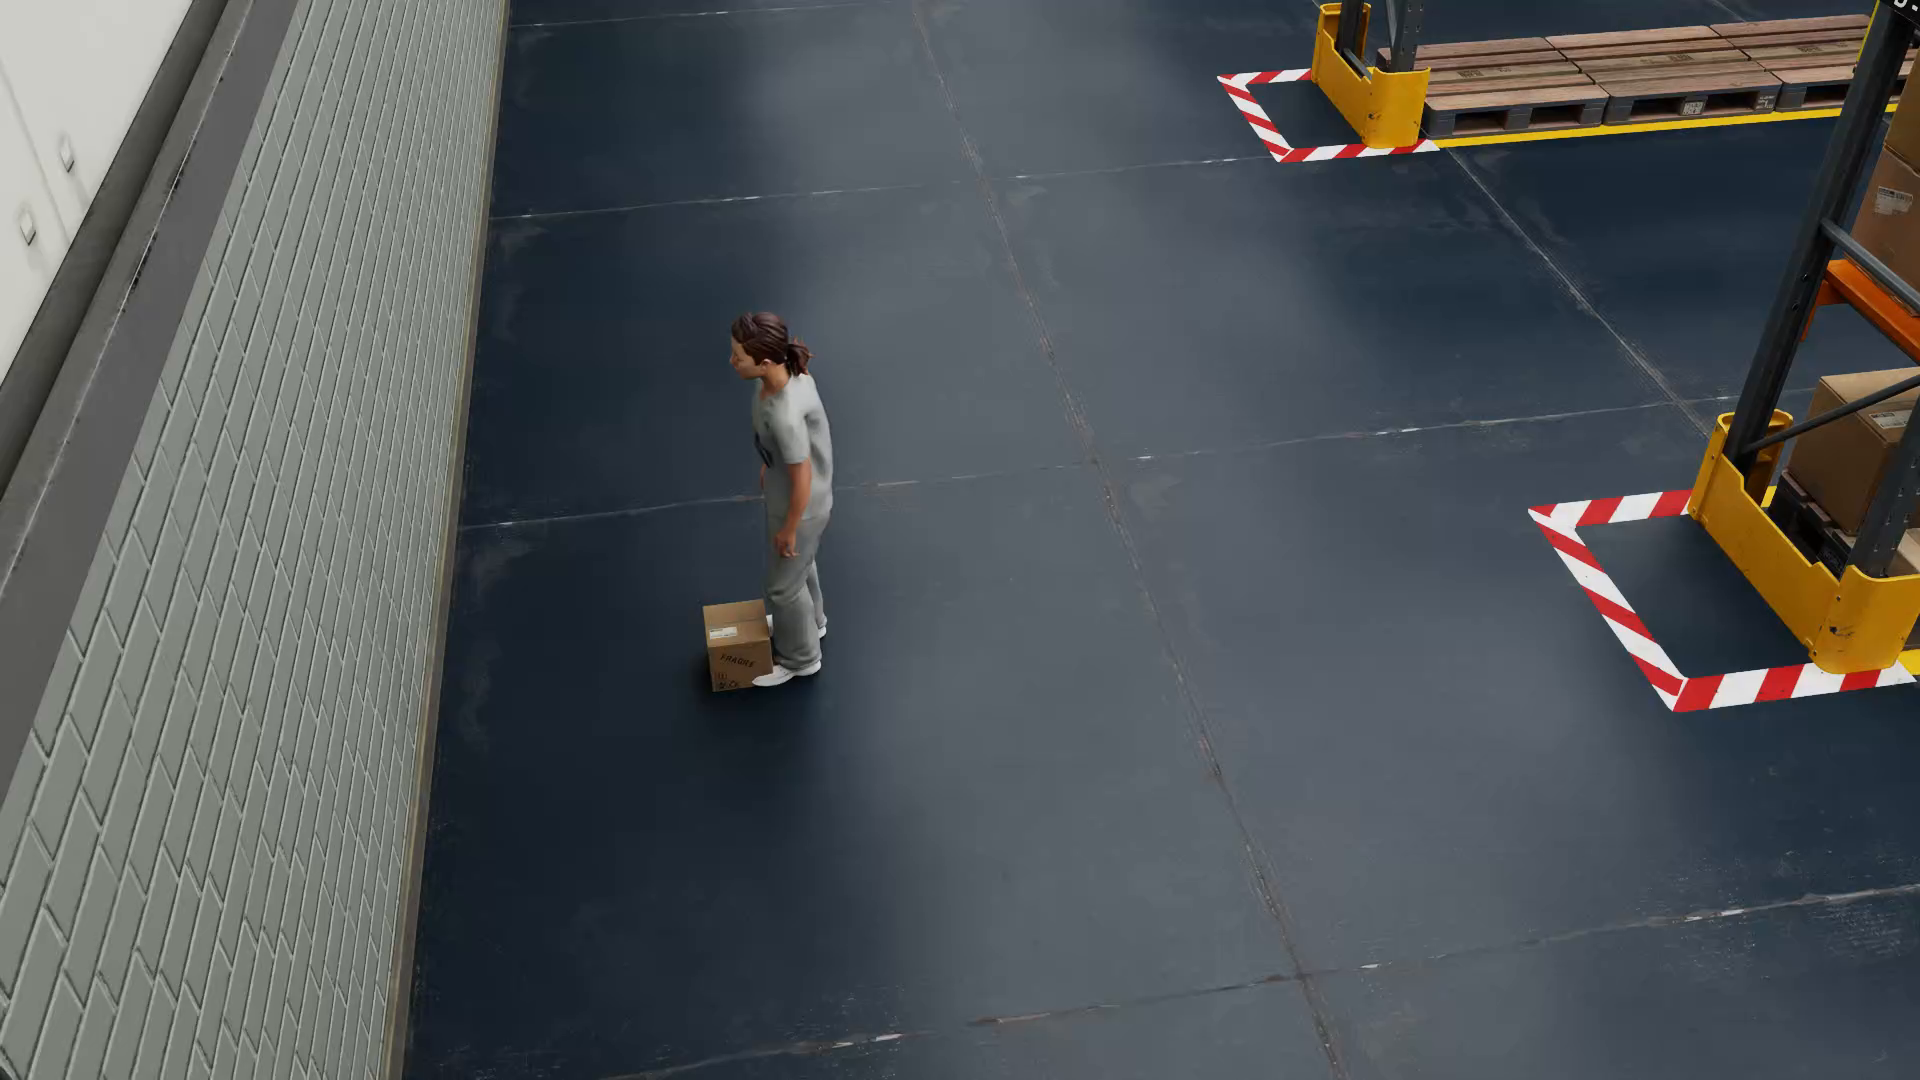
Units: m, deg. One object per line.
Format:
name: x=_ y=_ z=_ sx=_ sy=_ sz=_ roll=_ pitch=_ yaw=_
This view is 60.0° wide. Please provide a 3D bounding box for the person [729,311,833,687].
person: x=-0.685 y=-0.153 z=6.346 sx=0.407 sy=1.673 sz=0.508 roll=-8 pitch=39 yaw=-9
